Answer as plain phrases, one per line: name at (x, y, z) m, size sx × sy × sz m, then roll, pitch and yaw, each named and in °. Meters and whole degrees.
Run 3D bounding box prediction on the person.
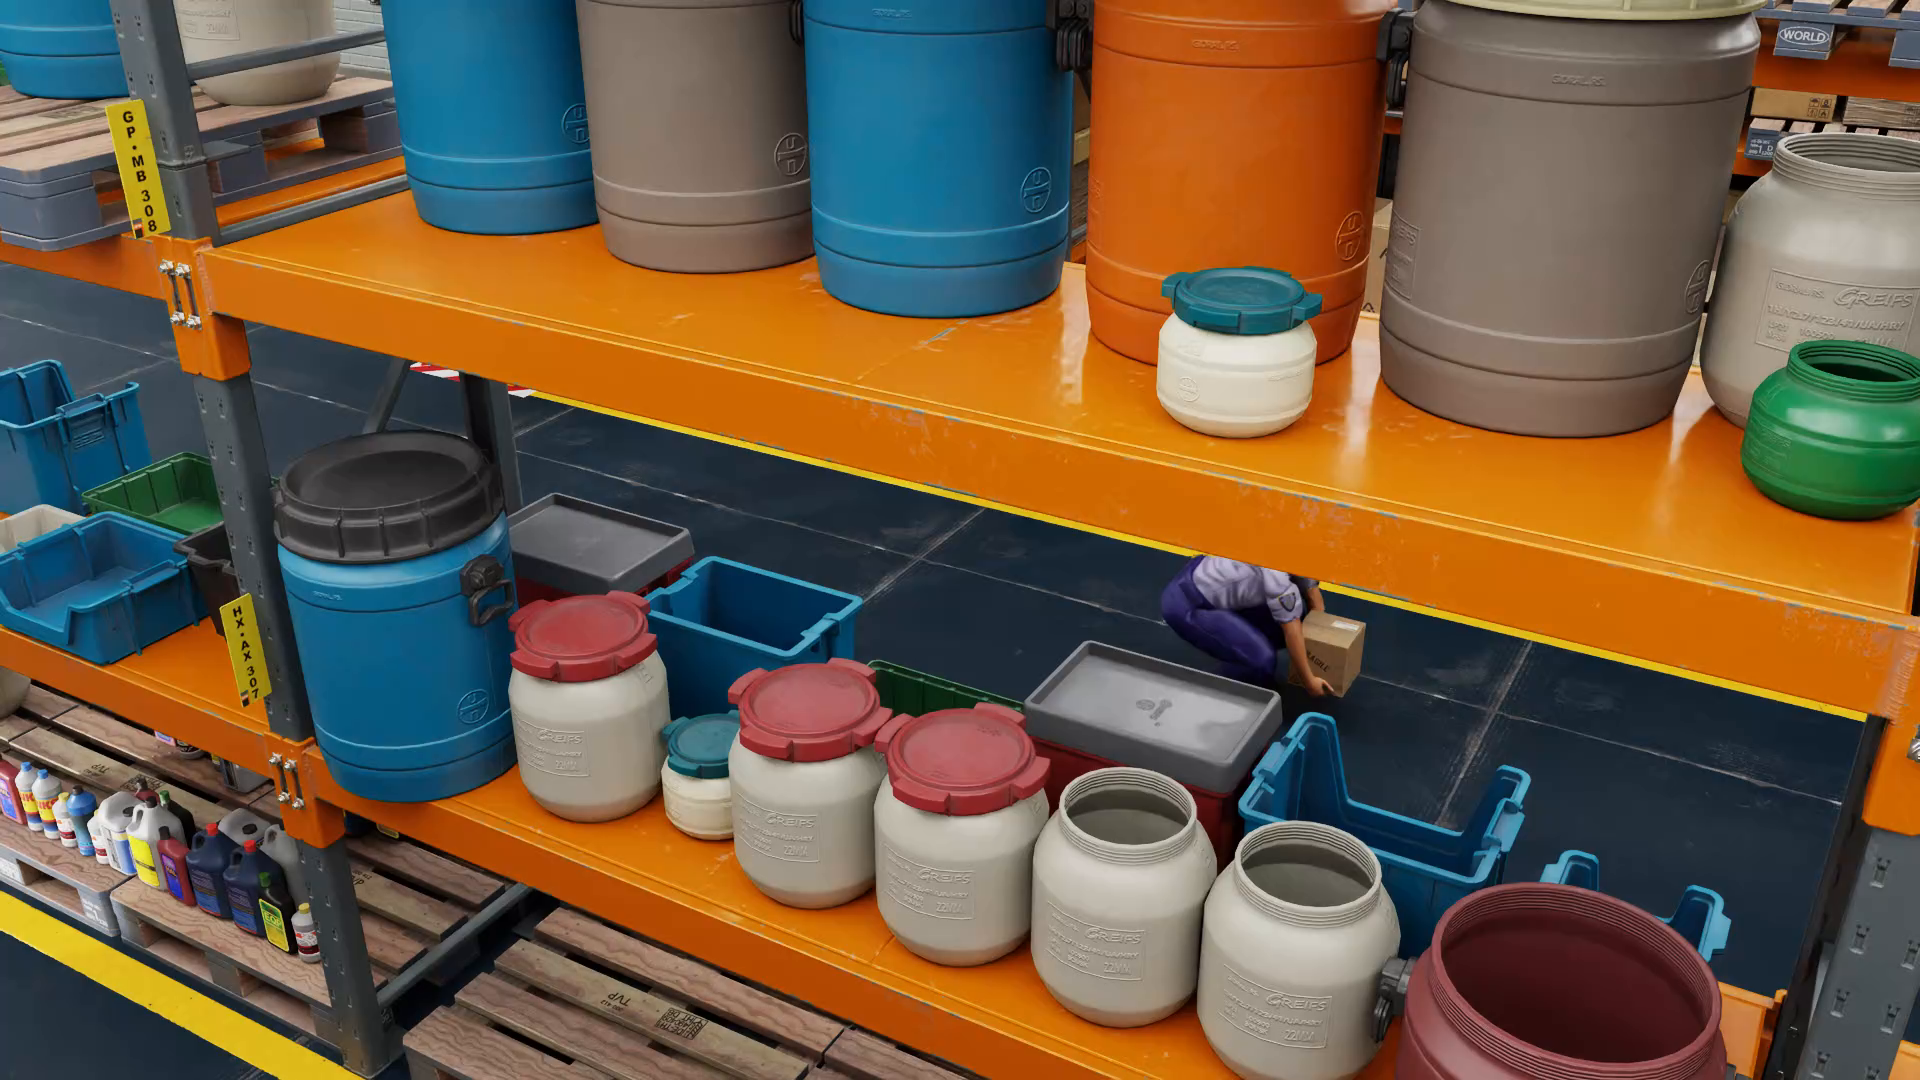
person at (1.309, 0.308, 7.324) m, size 0.828 × 0.940 × 0.499 m, roll 13°, pitch 30°, yaw 25°
